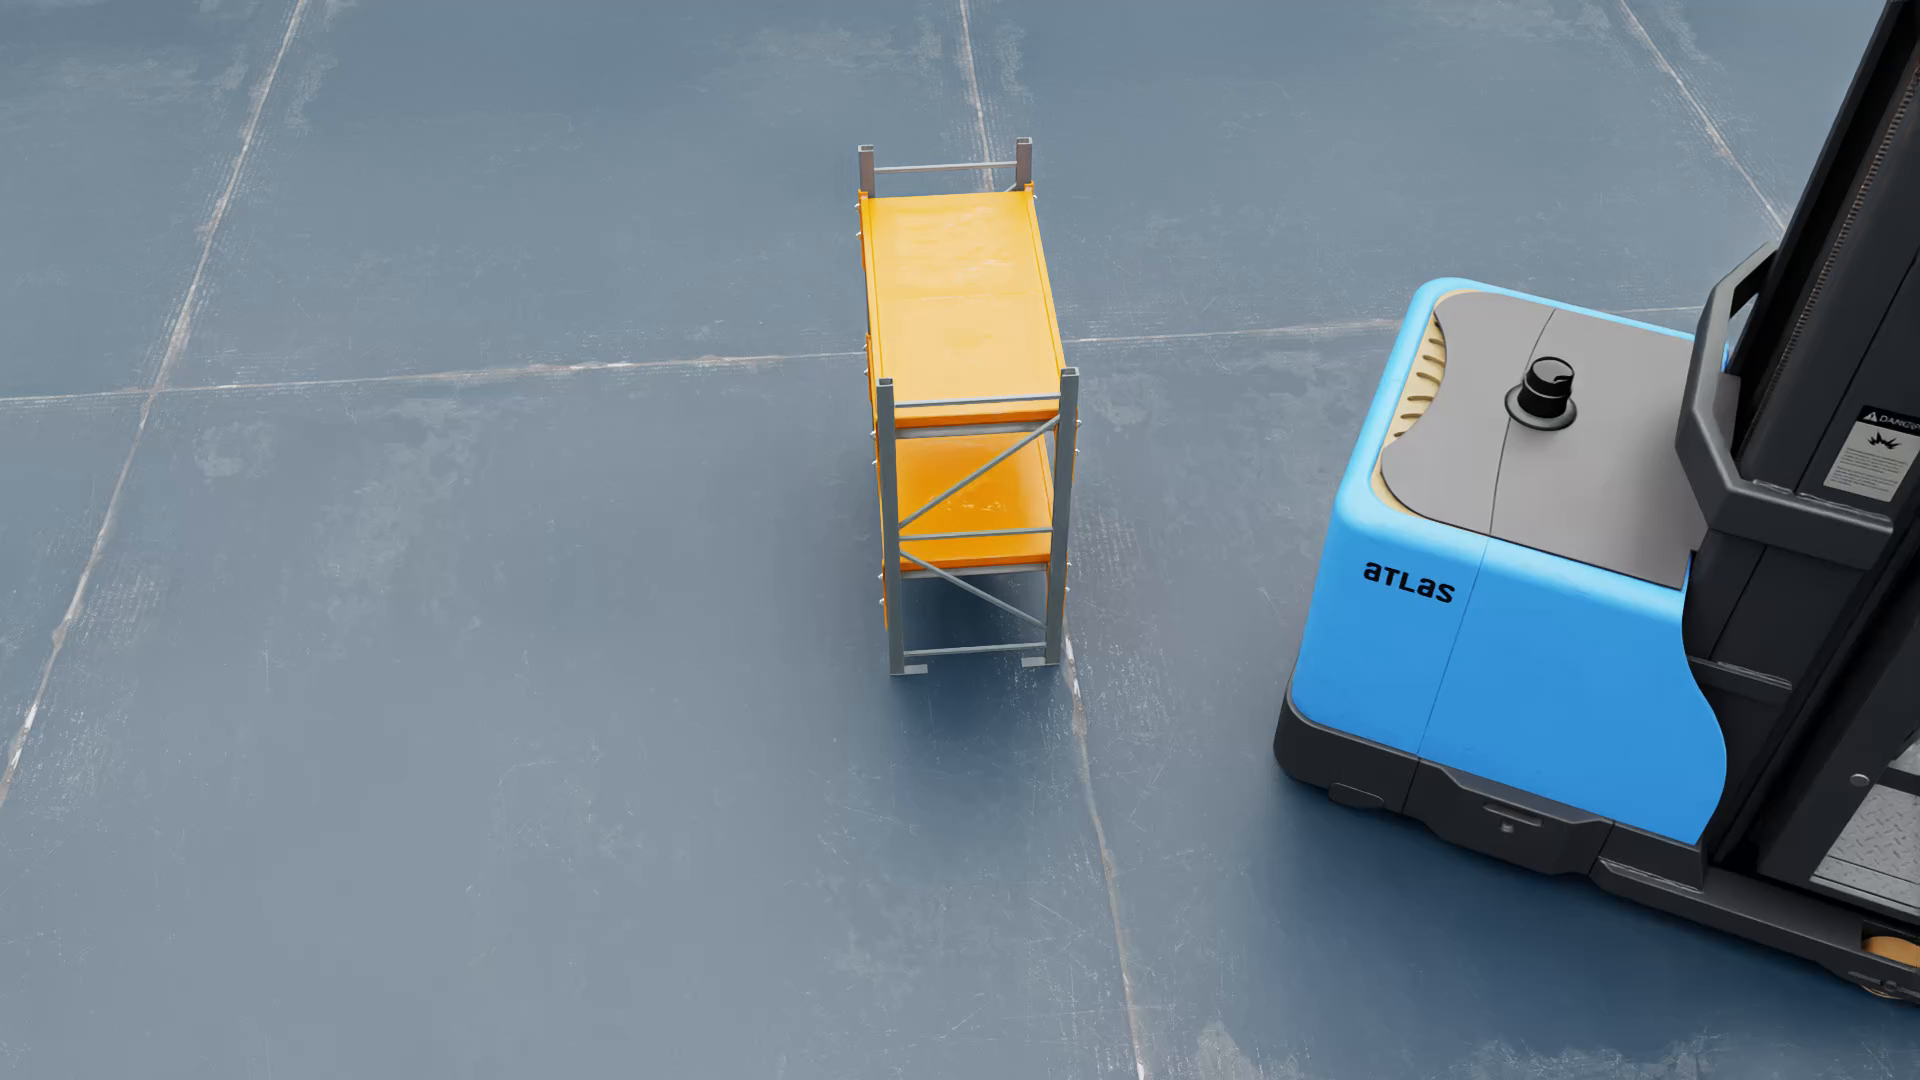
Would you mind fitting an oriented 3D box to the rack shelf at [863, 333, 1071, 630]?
[{"bbox_3d":[0.001,-0.214,5.014,0.538,0.278,1.000,-3,47,-3],"label":"rack shelf"}]

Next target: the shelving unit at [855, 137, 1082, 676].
[{"bbox_3d":[0.001,-0.382,4.837,0.538,1.125,1.048,-3,47,-3],"label":"shelving unit"}]

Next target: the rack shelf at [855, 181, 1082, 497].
[{"bbox_3d":[0.001,-0.583,4.624,0.538,0.278,1.000,-3,47,-3],"label":"rack shelf"}]

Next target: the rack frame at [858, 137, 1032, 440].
[{"bbox_3d":[-0.042,-0.750,5.185,0.500,1.125,0.032,-3,47,-3],"label":"rack frame"}]

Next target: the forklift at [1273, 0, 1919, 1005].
[{"bbox_3d":[2.432,-0.250,3.468,3.031,2.935,1.130,17,49,16],"label":"forklift"}]

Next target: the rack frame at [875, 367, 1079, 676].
[{"bbox_3d":[0.043,-0.014,4.489,0.500,1.125,0.032,-3,47,-3],"label":"rack frame"}]
